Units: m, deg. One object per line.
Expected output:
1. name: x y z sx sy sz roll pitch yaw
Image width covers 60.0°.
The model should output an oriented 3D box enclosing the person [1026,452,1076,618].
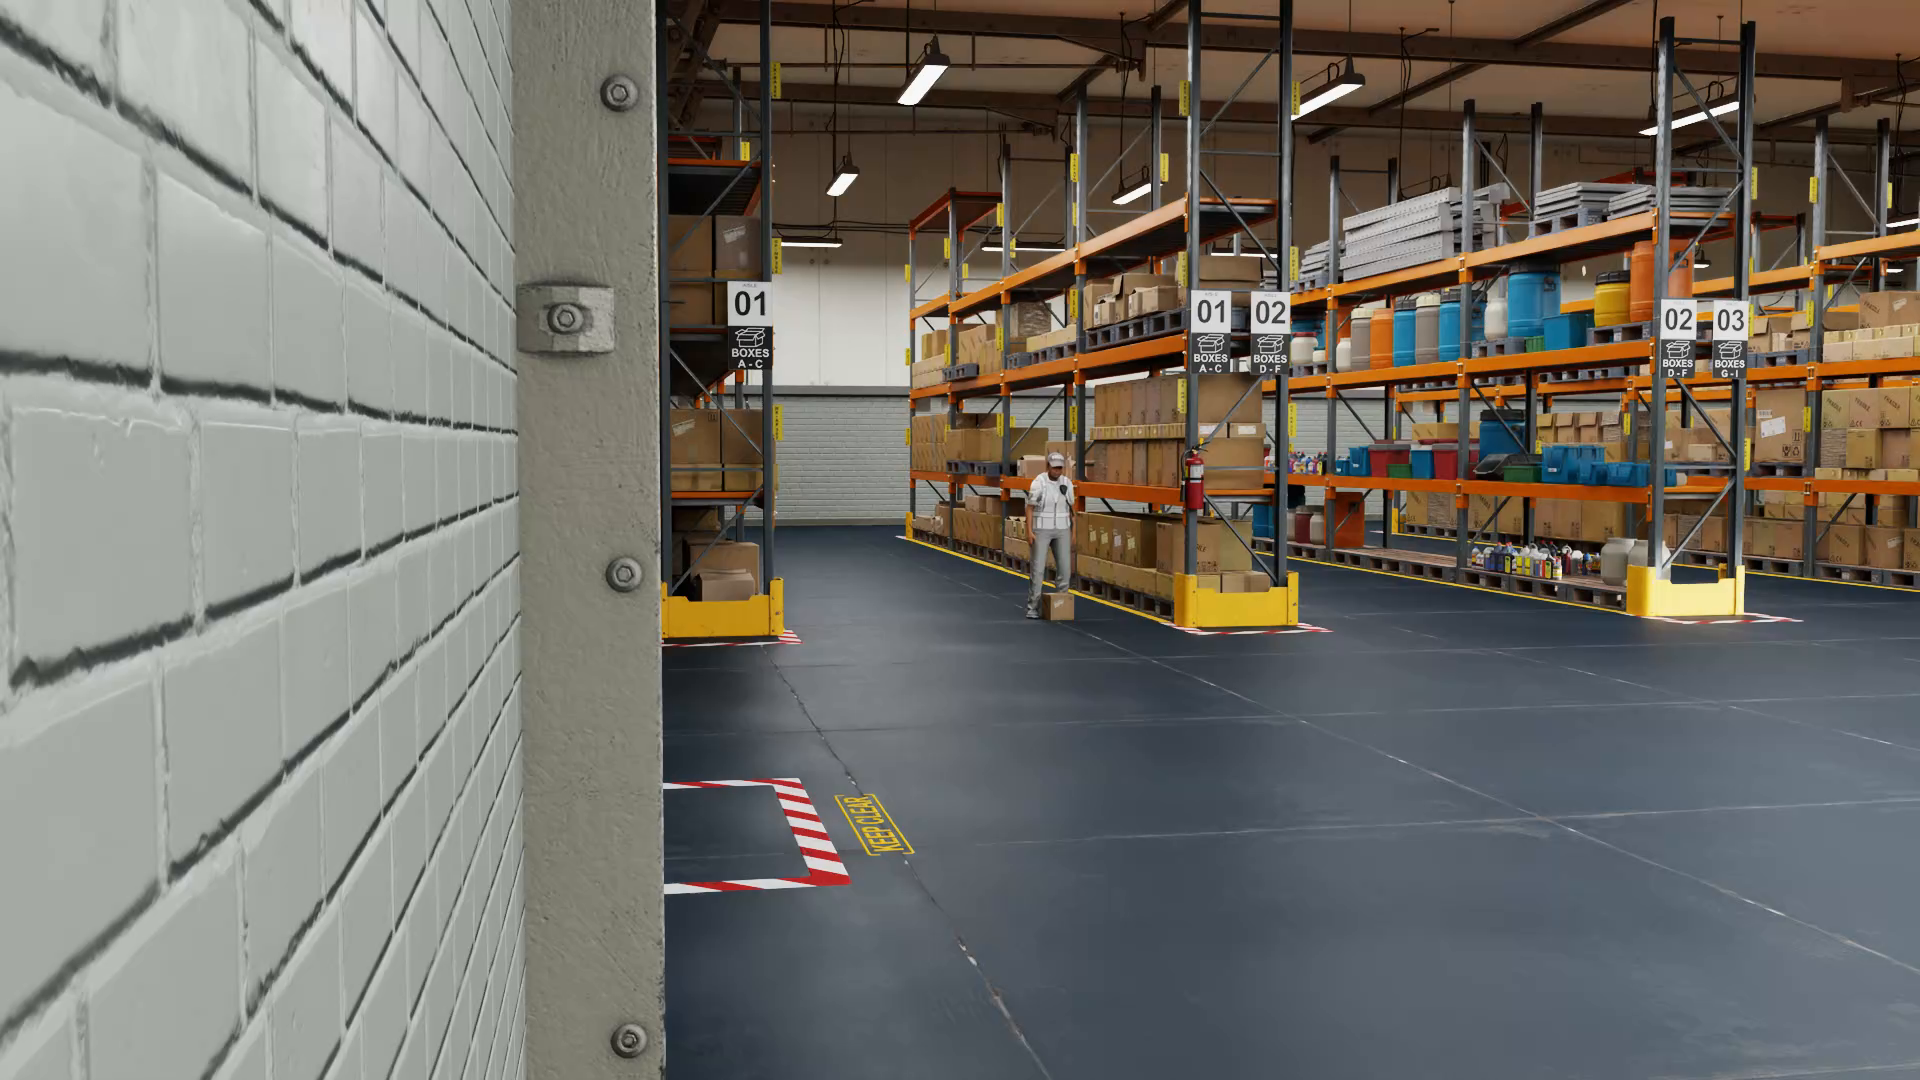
1. person: 0.918 -0.054 16.775 0.548 1.666 0.473 -1 3 -13
